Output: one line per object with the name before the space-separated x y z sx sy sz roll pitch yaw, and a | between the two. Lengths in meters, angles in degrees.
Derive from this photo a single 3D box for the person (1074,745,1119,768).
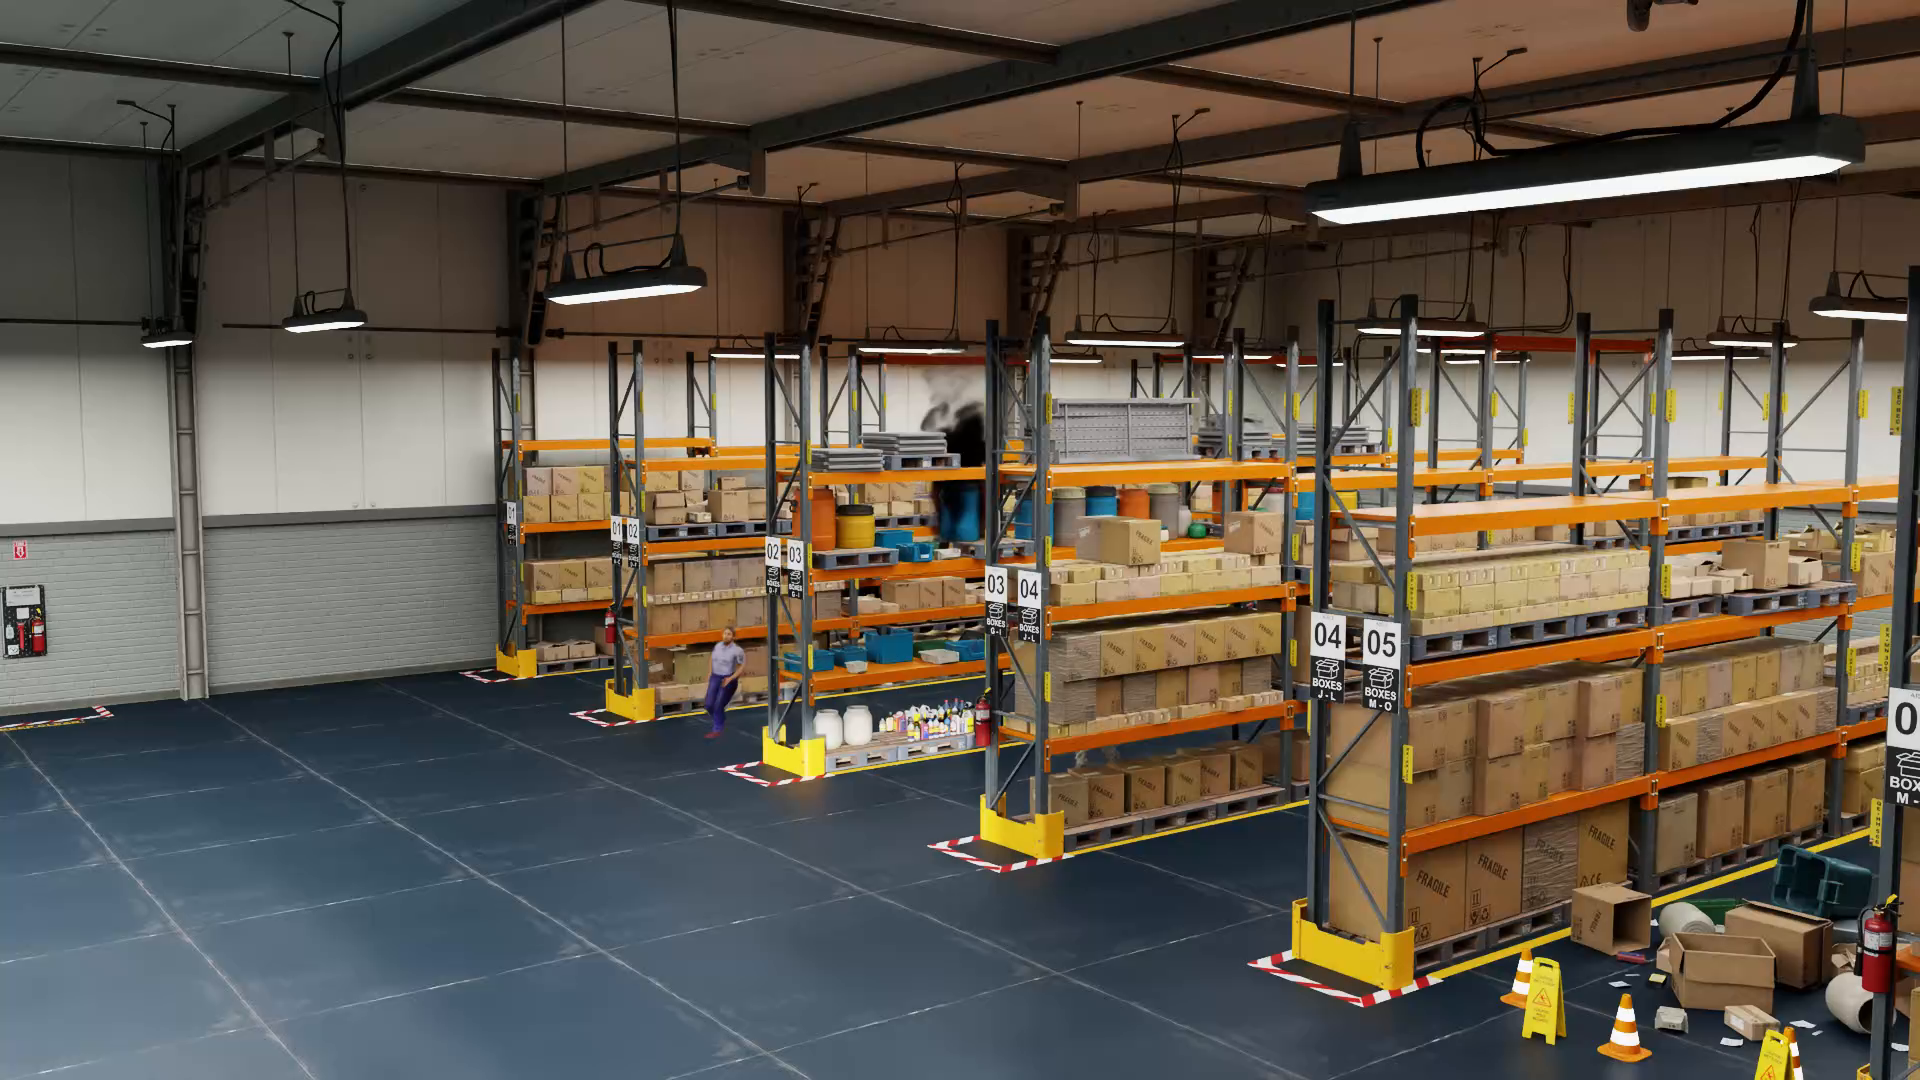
person | 1.697 2.190 21.449 0.731 1.660 0.620 -4 7 -40

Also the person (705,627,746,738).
person | -3.352 2.021 23.528 0.637 1.582 0.496 2 5 21
